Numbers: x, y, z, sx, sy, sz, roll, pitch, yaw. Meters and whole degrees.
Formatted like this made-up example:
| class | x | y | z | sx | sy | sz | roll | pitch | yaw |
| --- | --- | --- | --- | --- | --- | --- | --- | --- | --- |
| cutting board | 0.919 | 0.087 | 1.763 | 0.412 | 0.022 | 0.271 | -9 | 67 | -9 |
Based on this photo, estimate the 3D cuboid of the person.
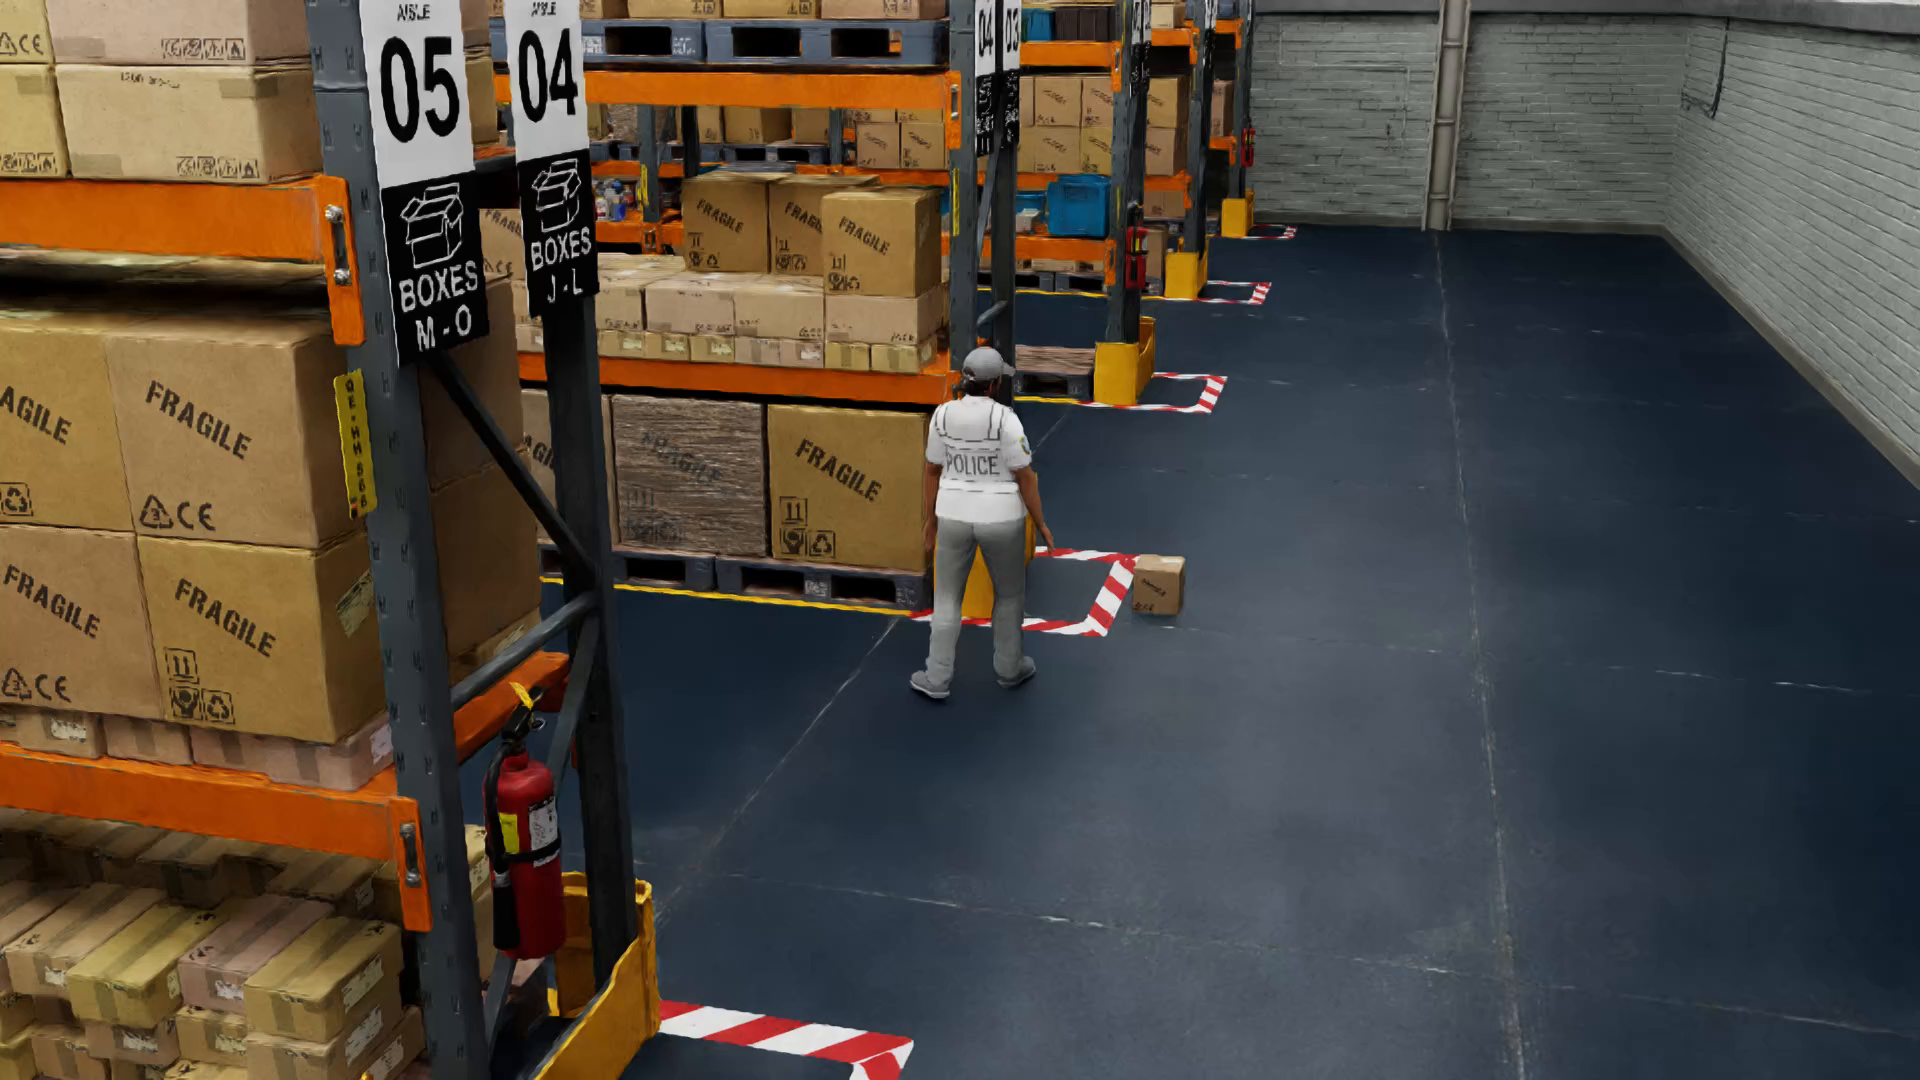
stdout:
| class | x | y | z | sx | sy | sz | roll | pitch | yaw |
| --- | --- | --- | --- | --- | --- | --- | --- | --- | --- |
| person | 0.119 | -0.089 | 7.780 | 0.666 | 1.652 | 0.561 | 6 | 19 | 18 |
